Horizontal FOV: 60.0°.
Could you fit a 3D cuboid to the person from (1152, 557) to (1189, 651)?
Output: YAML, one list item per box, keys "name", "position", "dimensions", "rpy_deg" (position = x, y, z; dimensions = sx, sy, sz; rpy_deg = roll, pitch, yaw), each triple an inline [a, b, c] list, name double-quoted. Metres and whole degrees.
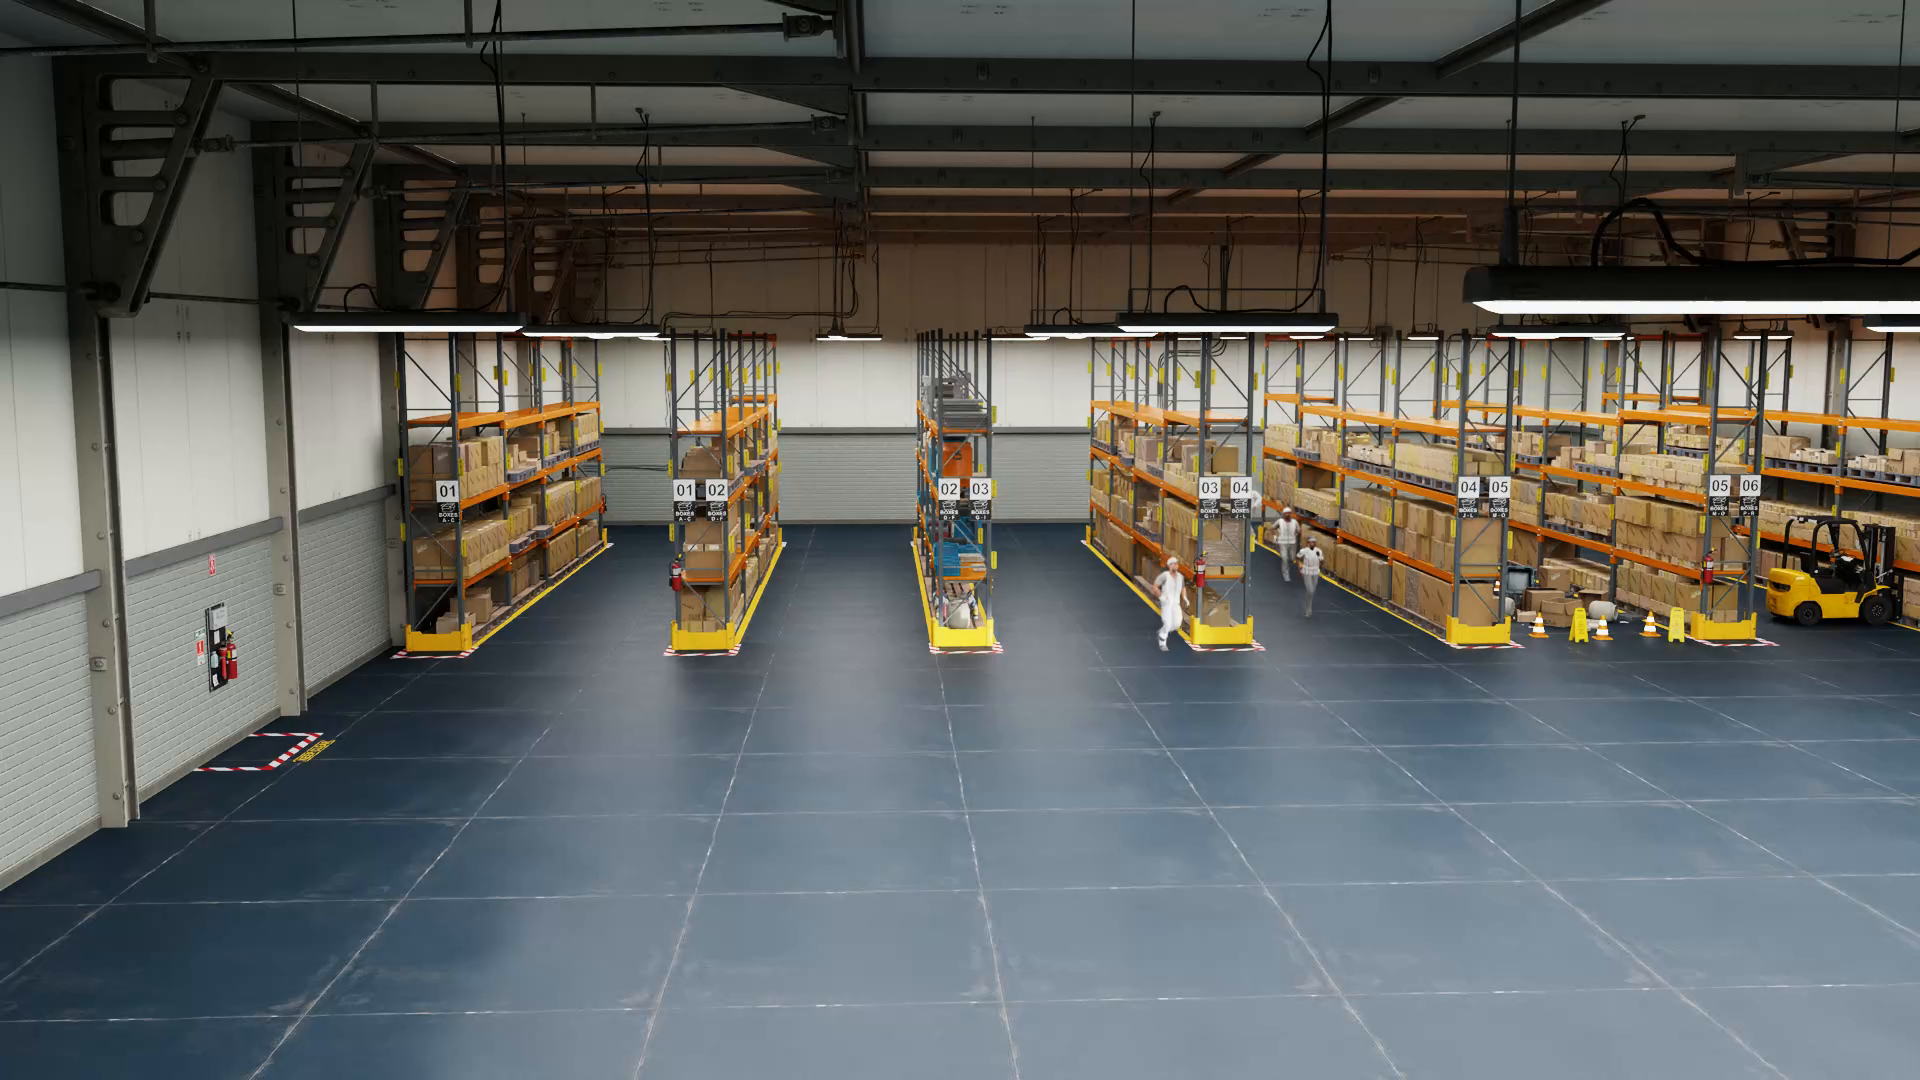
- name: "person"
  position: [3.971, 1.196, 31.186]
  dimensions: [0.729, 1.736, 0.498]
  rpy_deg: [-3, 7, -25]

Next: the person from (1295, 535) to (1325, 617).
- name: "person"
  position: [7.420, 0.762, 35.154]
  dimensions: [0.562, 1.758, 0.757]
  rpy_deg: [-2, 7, -13]

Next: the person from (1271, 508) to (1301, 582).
- name: "person"
  position: [7.907, 0.097, 40.247]
  dimensions: [0.695, 1.763, 0.956]
  rpy_deg: [0, 7, -3]

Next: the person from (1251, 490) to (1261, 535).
- name: "person"
  position: [8.461, -0.866, 48.934]
  dimensions: [0.768, 1.737, 0.841]
  rpy_deg: [-2, 7, -18]
